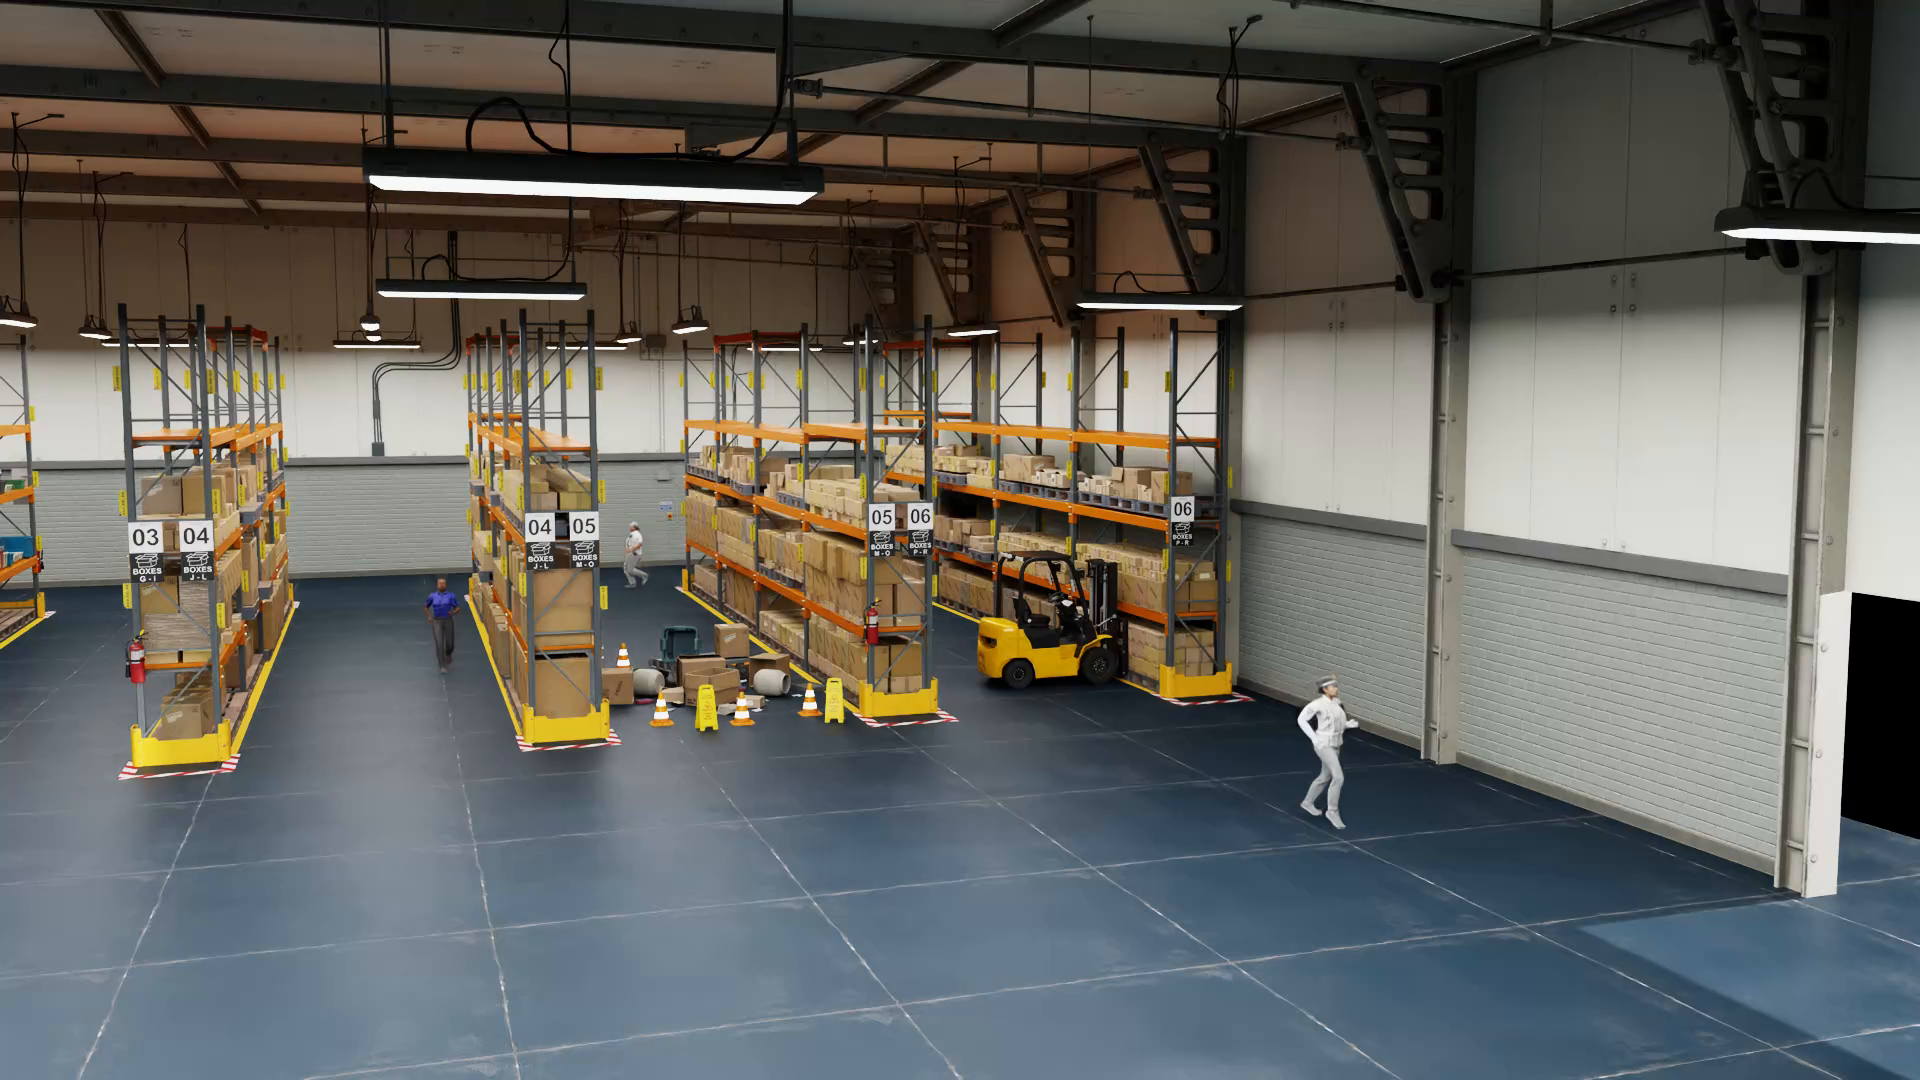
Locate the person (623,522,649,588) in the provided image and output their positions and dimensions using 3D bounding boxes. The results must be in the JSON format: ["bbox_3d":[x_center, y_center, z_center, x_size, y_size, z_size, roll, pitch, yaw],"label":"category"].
[{"bbox_3d":[-7.909,0.357,40.499,0.560,1.616,0.606,-2,6,-22],"label":"person"}]

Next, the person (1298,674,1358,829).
[{"bbox_3d":[4.171,2.380,18.876,0.702,1.754,0.595,5,7,41],"label":"person"}]

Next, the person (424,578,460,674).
[{"bbox_3d":[-8.963,1.468,28.794,0.588,1.611,0.819,-2,6,-20],"label":"person"}]
